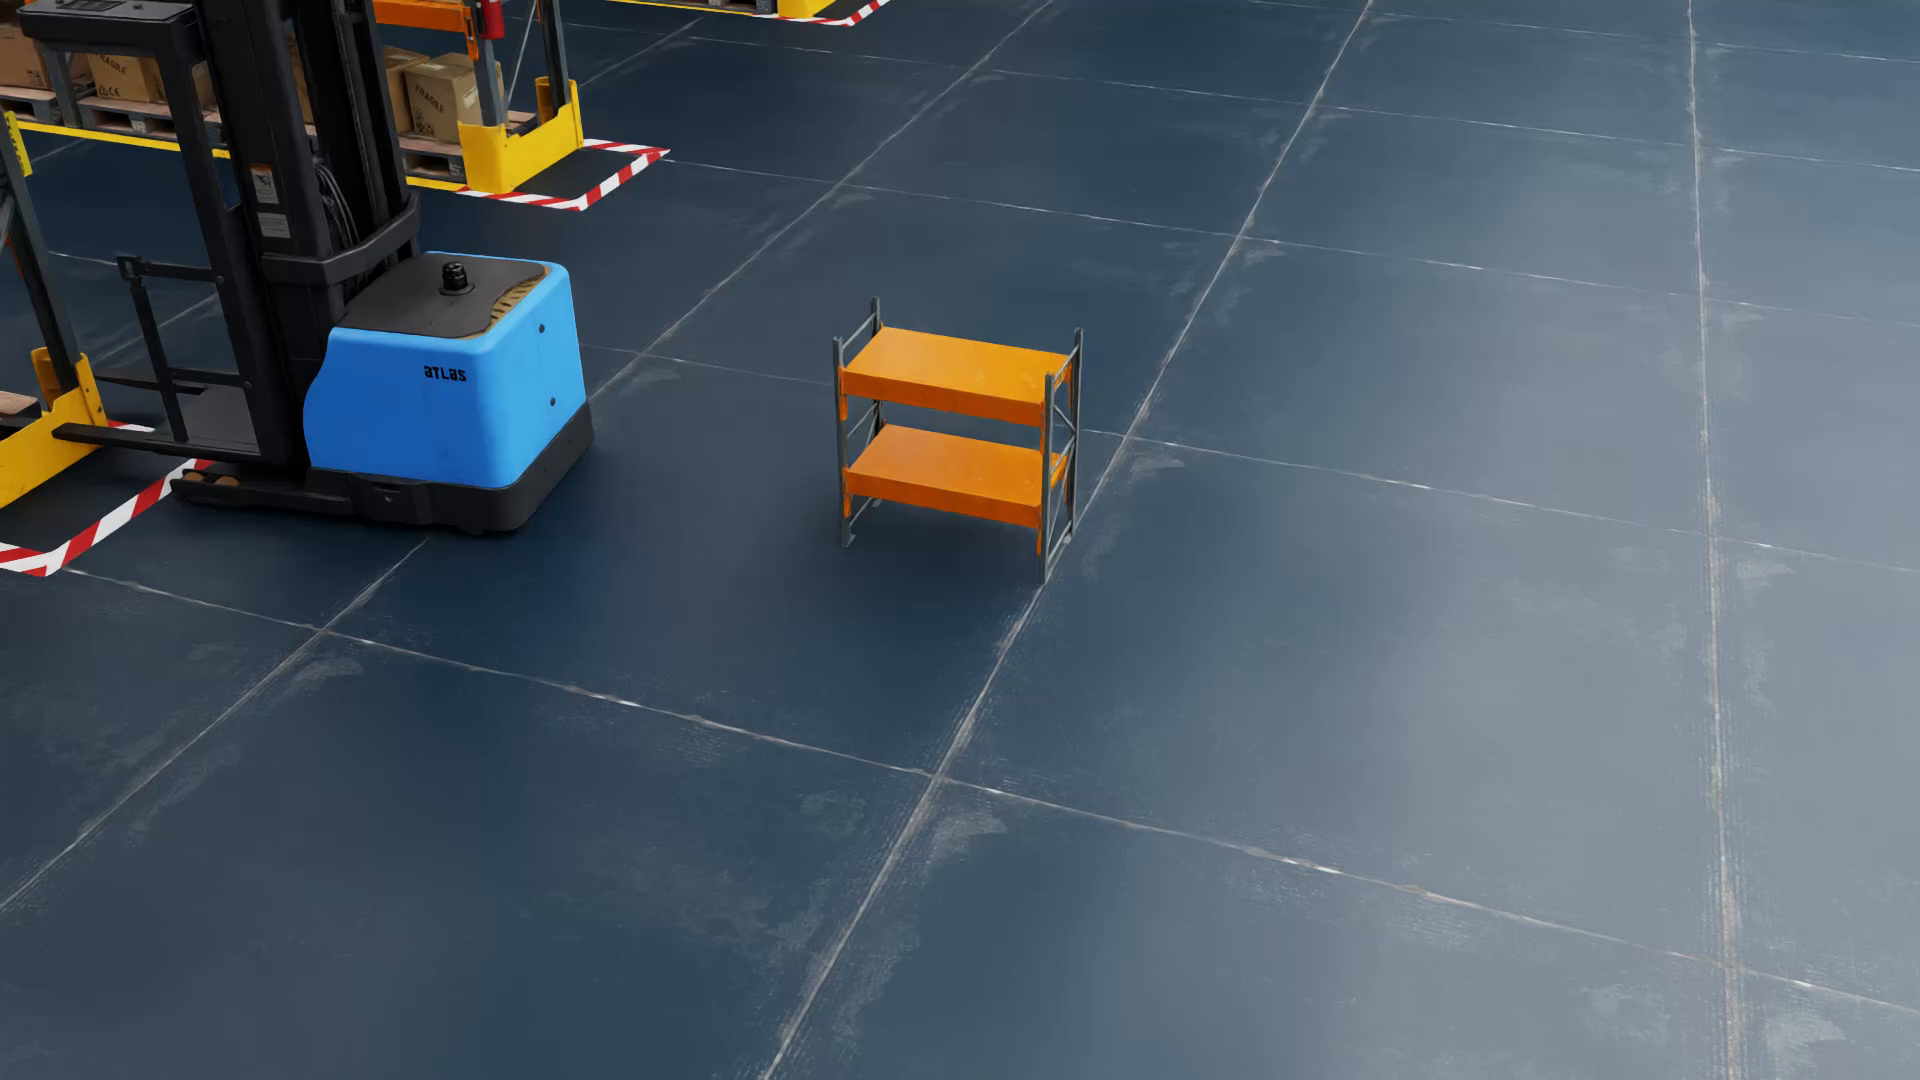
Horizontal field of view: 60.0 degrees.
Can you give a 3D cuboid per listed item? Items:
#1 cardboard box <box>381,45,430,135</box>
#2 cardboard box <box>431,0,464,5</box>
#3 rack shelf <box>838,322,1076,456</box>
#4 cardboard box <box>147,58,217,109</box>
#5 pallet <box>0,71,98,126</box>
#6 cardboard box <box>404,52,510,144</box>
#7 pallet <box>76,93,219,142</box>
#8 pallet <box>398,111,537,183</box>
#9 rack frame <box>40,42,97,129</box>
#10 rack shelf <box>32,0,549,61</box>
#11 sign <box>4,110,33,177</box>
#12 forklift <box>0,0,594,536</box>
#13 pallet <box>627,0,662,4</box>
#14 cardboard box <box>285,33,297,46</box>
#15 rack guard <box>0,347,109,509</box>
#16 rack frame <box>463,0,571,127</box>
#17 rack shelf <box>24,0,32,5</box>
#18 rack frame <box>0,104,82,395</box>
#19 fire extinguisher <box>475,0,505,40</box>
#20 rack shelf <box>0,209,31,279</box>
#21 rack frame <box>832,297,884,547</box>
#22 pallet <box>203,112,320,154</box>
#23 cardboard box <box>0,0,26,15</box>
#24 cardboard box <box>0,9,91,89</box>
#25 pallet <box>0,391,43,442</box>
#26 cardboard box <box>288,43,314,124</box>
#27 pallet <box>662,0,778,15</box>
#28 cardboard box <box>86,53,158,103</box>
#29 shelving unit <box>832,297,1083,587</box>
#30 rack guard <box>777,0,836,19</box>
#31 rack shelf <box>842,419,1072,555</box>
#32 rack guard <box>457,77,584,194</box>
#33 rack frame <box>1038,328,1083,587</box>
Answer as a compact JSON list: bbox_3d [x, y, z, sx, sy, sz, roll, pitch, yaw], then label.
[{"bbox_3d":[-4.376,-3.437,12.725,0.500,0.500,0.500,21,38,29],"label":"cardboard box"},{"bbox_3d":[-3.557,-3.937,11.814,0.250,0.149,0.380,11,34,16],"label":"cardboard box"},{"bbox_3d":[-0.006,-0.720,7.788,1.000,0.278,0.538,11,34,16],"label":"rack shelf"},{"bbox_3d":[-6.080,-3.760,13.225,0.500,0.500,0.500,23,39,31],"label":"cardboard box"},{"bbox_3d":[-7.718,-3.798,13.938,1.213,0.211,1.003,11,34,16],"label":"pallet"},{"bbox_3d":[-3.802,-3.345,12.583,0.500,0.500,0.500,18,37,25],"label":"cardboard box"},{"bbox_3d":[-6.341,-3.551,13.556,1.213,0.211,1.003,11,34,16],"label":"pallet"},{"bbox_3d":[-4.044,-3.105,12.864,1.213,0.211,1.003,11,34,16],"label":"pallet"},{"bbox_3d":[-6.985,-4.828,12.962,0.127,3.000,1.000,11,34,16],"label":"rack frame"},{"bbox_3d":[-5.102,-4.160,12.590,4.000,0.370,1.077,11,34,16],"label":"rack shelf"},{"bbox_3d":[-4.701,-1.963,8.270,0.005,0.325,0.100,11,34,16],"label":"sign"},{"bbox_3d":[-3.544,-1.658,8.116,3.031,2.935,1.130,7,33,10],"label":"forklift"},{"bbox_3d":[-3.375,-5.769,16.991,1.213,0.211,1.003,11,34,16],"label":"pallet"},{"bbox_3d":[-5.469,-3.686,13.111,0.500,0.500,0.500,8,34,12],"label":"cardboard box"},{"bbox_3d":[-4.978,-0.507,8.574,0.348,0.500,1.175,11,34,16],"label":"rack guard"},{"bbox_3d":[-3.219,-4.096,11.828,0.127,3.000,1.000,11,34,16],"label":"rack frame"},{"bbox_3d":[-8.868,-4.892,13.724,4.000,0.370,1.077,11,34,16],"label":"rack shelf"},{"bbox_3d":[-4.890,-1.567,7.911,0.127,3.000,1.000,11,34,16],"label":"rack frame"},{"bbox_3d":[-3.267,-3.807,11.452,0.183,0.674,0.296,11,34,16],"label":"fire extinguisher"},{"bbox_3d":[-6.773,-1.631,8.673,4.000,0.370,1.077,11,34,16],"label":"rack shelf"},{"bbox_3d":[-0.485,-0.567,8.091,0.032,1.125,0.500,11,34,16],"label":"rack frame"},{"bbox_3d":[-5.188,-3.329,13.212,1.213,0.211,1.003,11,34,16],"label":"pallet"},{"bbox_3d":[-7.998,-4.183,13.862,0.500,0.500,0.700,11,34,16],"label":"cardboard box"},{"bbox_3d":[-7.556,-4.086,13.712,0.500,0.500,0.700,8,34,13],"label":"cardboard box"},{"bbox_3d":[-5.741,-0.537,8.886,1.213,0.211,1.003,11,34,16],"label":"pallet"},{"bbox_3d":[-4.959,-3.561,12.917,0.500,0.500,0.500,14,35,21],"label":"cardboard box"},{"bbox_3d":[-2.230,-5.545,16.644,1.213,0.211,1.003,11,34,16],"label":"pallet"},{"bbox_3d":[-6.622,-3.860,13.381,0.500,0.500,0.500,10,34,15],"label":"cardboard box"},{"bbox_3d":[-0.006,-0.474,7.947,1.048,1.125,0.538,11,34,16],"label":"shelving unit"},{"bbox_3d":[-1.428,-5.555,16.394,0.348,0.500,1.175,11,34,16],"label":"rack guard"},{"bbox_3d":[-0.006,-0.268,8.079,1.000,0.278,0.538,11,34,16],"label":"rack shelf"},{"bbox_3d":[-3.291,-3.060,12.528,0.348,0.500,1.175,11,34,16],"label":"rack guard"},{"bbox_3d":[0.472,-0.381,7.803,0.032,1.125,0.500,11,34,16],"label":"rack frame"}]
